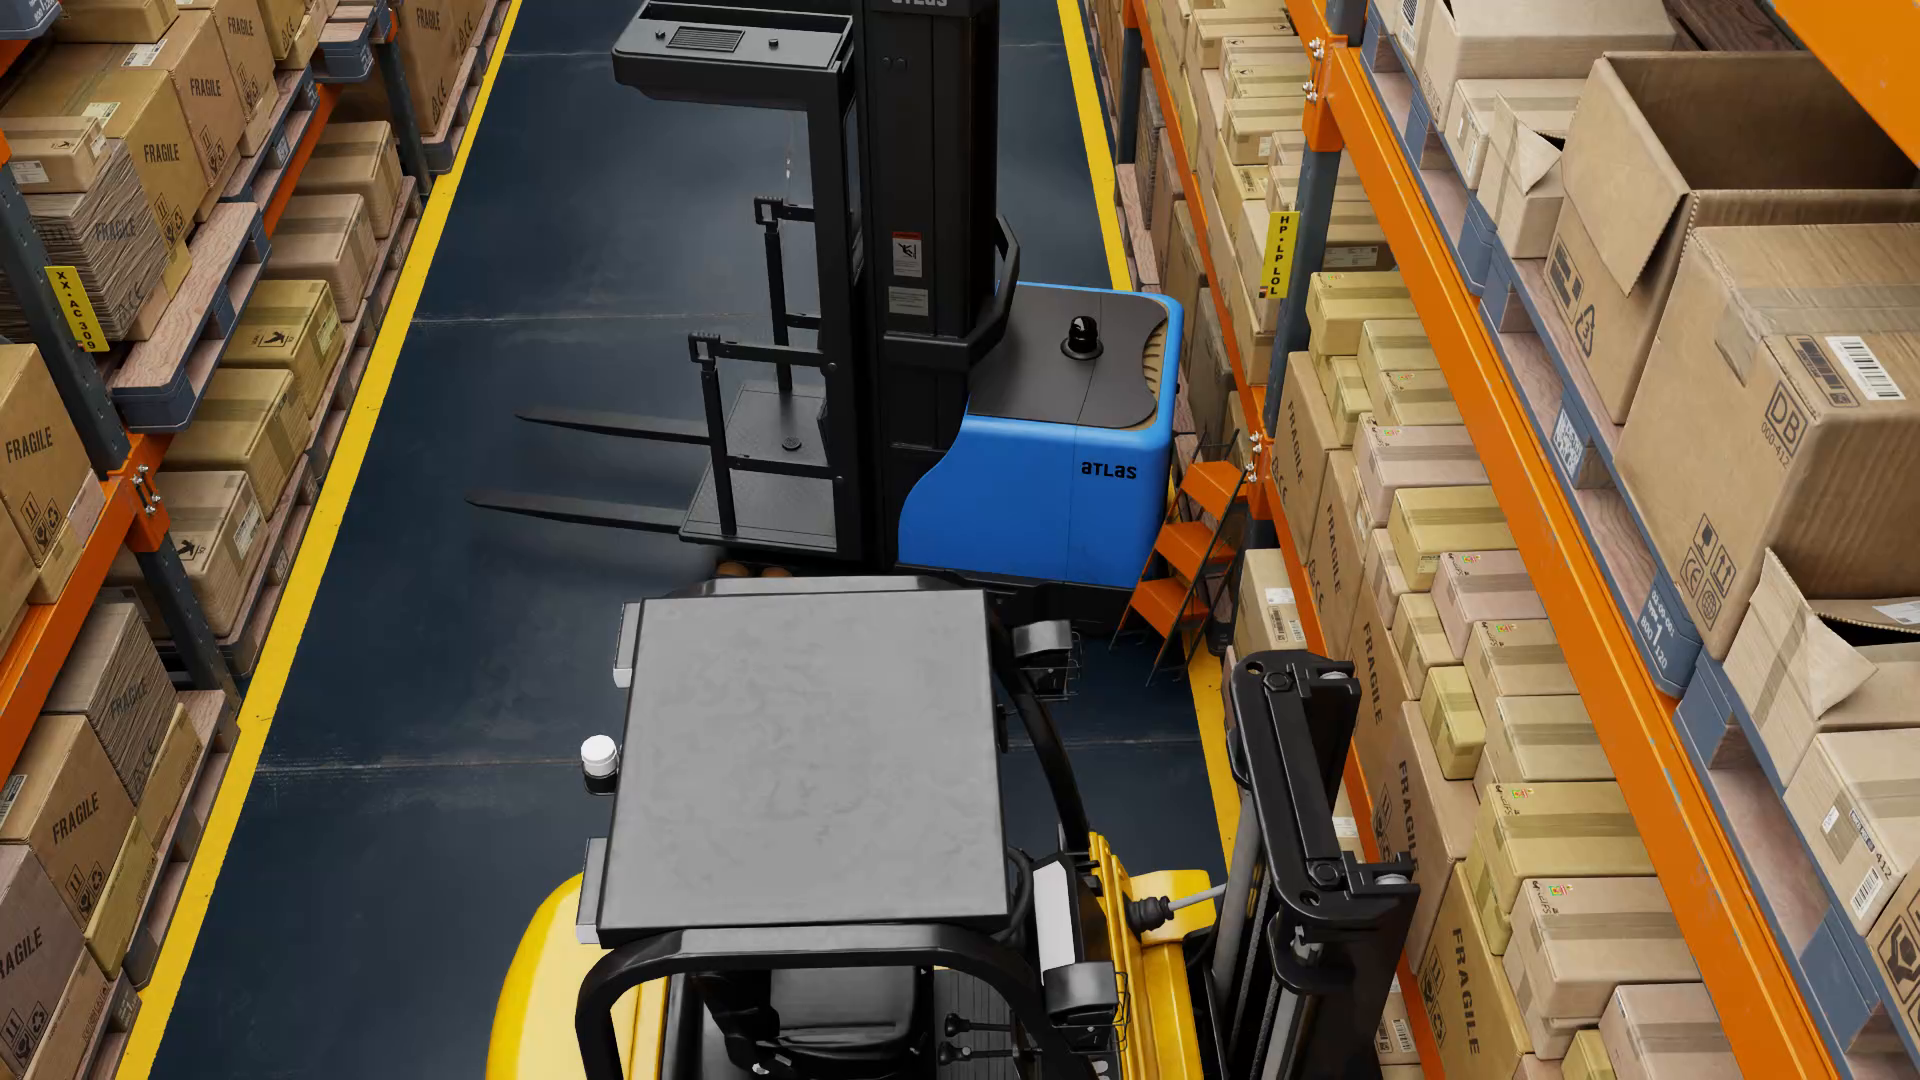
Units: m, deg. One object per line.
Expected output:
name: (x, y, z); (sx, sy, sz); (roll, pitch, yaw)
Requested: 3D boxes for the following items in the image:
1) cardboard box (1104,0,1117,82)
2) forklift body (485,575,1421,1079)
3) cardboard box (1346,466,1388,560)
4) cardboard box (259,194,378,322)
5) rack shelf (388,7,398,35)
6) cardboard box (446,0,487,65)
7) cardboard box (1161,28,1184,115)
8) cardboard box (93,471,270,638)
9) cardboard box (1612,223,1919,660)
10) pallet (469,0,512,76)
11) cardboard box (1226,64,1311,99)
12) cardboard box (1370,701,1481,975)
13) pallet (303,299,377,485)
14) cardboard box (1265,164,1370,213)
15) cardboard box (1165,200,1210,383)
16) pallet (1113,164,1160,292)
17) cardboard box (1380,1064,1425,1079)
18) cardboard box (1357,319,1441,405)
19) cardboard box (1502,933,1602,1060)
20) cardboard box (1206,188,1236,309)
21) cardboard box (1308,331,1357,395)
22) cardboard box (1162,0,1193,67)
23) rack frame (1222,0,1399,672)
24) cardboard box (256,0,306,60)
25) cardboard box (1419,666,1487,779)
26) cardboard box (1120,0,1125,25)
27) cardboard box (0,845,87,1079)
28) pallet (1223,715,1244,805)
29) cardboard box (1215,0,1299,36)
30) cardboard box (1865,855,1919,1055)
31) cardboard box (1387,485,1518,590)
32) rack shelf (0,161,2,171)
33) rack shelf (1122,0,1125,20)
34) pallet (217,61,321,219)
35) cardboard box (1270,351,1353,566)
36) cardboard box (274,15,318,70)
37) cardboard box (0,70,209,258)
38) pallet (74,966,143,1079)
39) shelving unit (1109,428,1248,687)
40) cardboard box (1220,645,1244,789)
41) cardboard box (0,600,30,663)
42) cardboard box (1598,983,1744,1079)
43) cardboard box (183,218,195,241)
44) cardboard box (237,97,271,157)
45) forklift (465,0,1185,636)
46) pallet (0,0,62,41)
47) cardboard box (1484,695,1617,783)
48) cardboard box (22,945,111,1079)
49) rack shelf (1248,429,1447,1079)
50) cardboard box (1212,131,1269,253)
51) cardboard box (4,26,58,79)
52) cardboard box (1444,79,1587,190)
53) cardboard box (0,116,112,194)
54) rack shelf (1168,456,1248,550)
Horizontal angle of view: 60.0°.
cardboard box: (1.164, -3.096, 10.097); (0.500, 0.500, 0.500); (-2, 43, -2)
forklift body: (-0.156, 1.241, 4.455); (2.313, 2.155, 1.214); (-2, 43, -2)
cardboard box: (1.316, -0.080, 4.713); (0.380, 0.149, 0.250); (-1, 43, -1)
cardboard box: (-3.498, -1.407, 8.348); (0.950, 0.372, 0.625); (-2, 43, -3)
rack shelf: (-3.637, -4.185, 10.278); (1.077, 0.370, 4.000); (-2, 43, -2)
cardboard box: (-3.532, -3.543, 10.307); (0.875, 0.875, 0.875); (-1, 43, -1)
cardboard box: (1.227, -2.196, 7.687); (0.500, 0.250, 0.500); (-3, 43, -3)
cardboard box: (-3.407, 0.060, 6.748); (0.950, 0.372, 0.625); (-1, 43, -1)
cardboard box: (1.541, -0.165, 2.681); (0.700, 0.500, 0.500); (-1, 43, -2)
pallet: (-3.559, -3.428, 10.984); (1.003, 0.211, 1.213); (-2, 43, -2)
cardboard box: (1.262, -1.738, 6.522); (0.380, 0.149, 0.250); (-3, 43, -3)
cardboard box: (1.397, 0.758, 4.278); (0.500, 0.500, 0.500); (-1, 43, -2)
pallet: (-3.471, -0.723, 8.032); (1.003, 0.211, 1.213); (-2, 43, -2)
cardboard box: (1.312, -1.219, 5.955); (0.380, 0.149, 0.250); (-2, 43, -2)
cardboard box: (1.484, -1.208, 7.944); (0.875, 0.625, 0.625); (-3, 43, -4)
pallet: (1.403, -1.660, 9.055); (1.003, 0.211, 1.213); (-2, 43, -2)
cardboard box: (1.357, 1.659, 4.354); (0.500, 0.250, 0.500); (-1, 43, -1)
cardboard box: (1.413, -0.533, 4.987); (0.380, 0.149, 0.250); (-1, 43, -1)
cardboard box: (1.404, 0.958, 3.580); (0.380, 0.149, 0.250); (-3, 43, -3)
cardboard box: (1.267, -1.162, 6.558); (0.500, 0.250, 0.500); (-2, 43, -2)
cardboard box: (1.328, -0.598, 5.278); (0.380, 0.149, 0.250); (-2, 43, -2)
cardboard box: (1.206, -2.376, 7.513); (0.500, 0.250, 0.500); (-3, 43, -3)
rack frame: (1.577, -0.545, 5.774); (1.000, 3.000, 0.127); (-2, 43, -2)
cardboard box: (-3.199, -2.413, 7.208); (0.500, 0.500, 0.500); (-4, 43, -5)
cardboard box: (1.374, 0.446, 4.139); (0.380, 0.149, 0.250); (-2, 43, -3)
cardboard box: (1.133, -3.044, 9.560); (0.380, 0.149, 0.250); (-4, 43, -4)
cardboard box: (-3.043, 1.262, 4.972); (0.500, 0.500, 0.500); (0, 43, 0)
pallet: (1.569, 1.021, 6.129); (1.003, 0.211, 1.213); (-2, 43, -2)
cardboard box: (1.299, -2.254, 7.085); (0.380, 0.149, 0.250); (-2, 43, -2)
cardboard box: (1.485, 0.529, 1.924); (0.500, 0.500, 0.500); (0, 43, 0)
cardboard box: (1.362, -0.010, 4.416); (0.380, 0.149, 0.250); (-2, 43, -2)
rack shelf: (-3.297, 0.110, 3.373); (1.077, 0.370, 4.000); (-2, 43, -2)
rack shelf: (1.322, -4.330, 10.436); (1.077, 0.370, 4.000); (-2, 43, -2)
pallet: (-3.427, -1.694, 7.170); (1.003, 0.211, 1.213); (-2, 43, -2)
cardboard box: (1.335, -0.275, 5.405); (0.500, 0.500, 0.500); (-3, 43, -3)
cardboard box: (-3.135, -2.245, 7.504); (0.380, 0.149, 0.250); (-1, 43, -1)
cardboard box: (-3.137, -1.364, 6.063); (0.500, 0.500, 0.500); (-2, 43, -2)
pallet: (-3.263, 1.906, 5.164); (1.003, 0.211, 1.213); (-2, 43, -2)
shelving unit: (0.910, 0.079, 6.523); (0.215, 1.050, 0.252); (-7, 39, -38)
cardboard box: (1.267, 0.650, 6.195); (0.500, 0.250, 0.500); (-1, 43, -1)
cardboard box: (-3.113, 0.247, 5.096); (0.380, 0.149, 0.250); (-1, 43, -2)
cardboard box: (1.505, 1.022, 3.290); (0.380, 0.149, 0.250); (-1, 43, -2)
cardboard box: (-3.180, -1.202, 6.367); (0.380, 0.149, 0.250); (1, 43, 1)
cardboard box: (-3.117, -1.725, 6.937); (0.380, 0.149, 0.250); (0, 43, 0)
forklift: (-0.617, -1.148, 6.483); (3.031, 2.935, 1.130); (6, 43, 7)
pallet: (-3.302, -1.856, 5.124); (1.213, 0.211, 1.003); (-2, 43, -2)
cardboard box: (1.450, 0.499, 3.862); (0.380, 0.149, 0.250); (-1, 43, -1)
cardboard box: (-3.039, 1.553, 5.210); (0.500, 0.250, 0.500); (-1, 43, -1)
rack shelf: (1.662, 1.070, 4.544); (1.077, 0.370, 4.000); (-2, 43, -2)
cardboard box: (1.272, -1.345, 6.388); (0.500, 0.250, 0.500); (-3, 43, -3)
cardboard box: (-3.669, -1.690, 6.418); (0.500, 0.500, 0.500); (0, 43, 0)
cardboard box: (1.325, -0.919, 3.764); (0.380, 0.149, 0.250); (0, 43, -1)
cardboard box: (-3.049, -1.268, 5.478); (0.380, 0.149, 0.250); (-2, 43, -2)
rack shelf: (0.991, -0.144, 6.388); (0.215, 0.259, 0.240); (-7, 39, -38)
